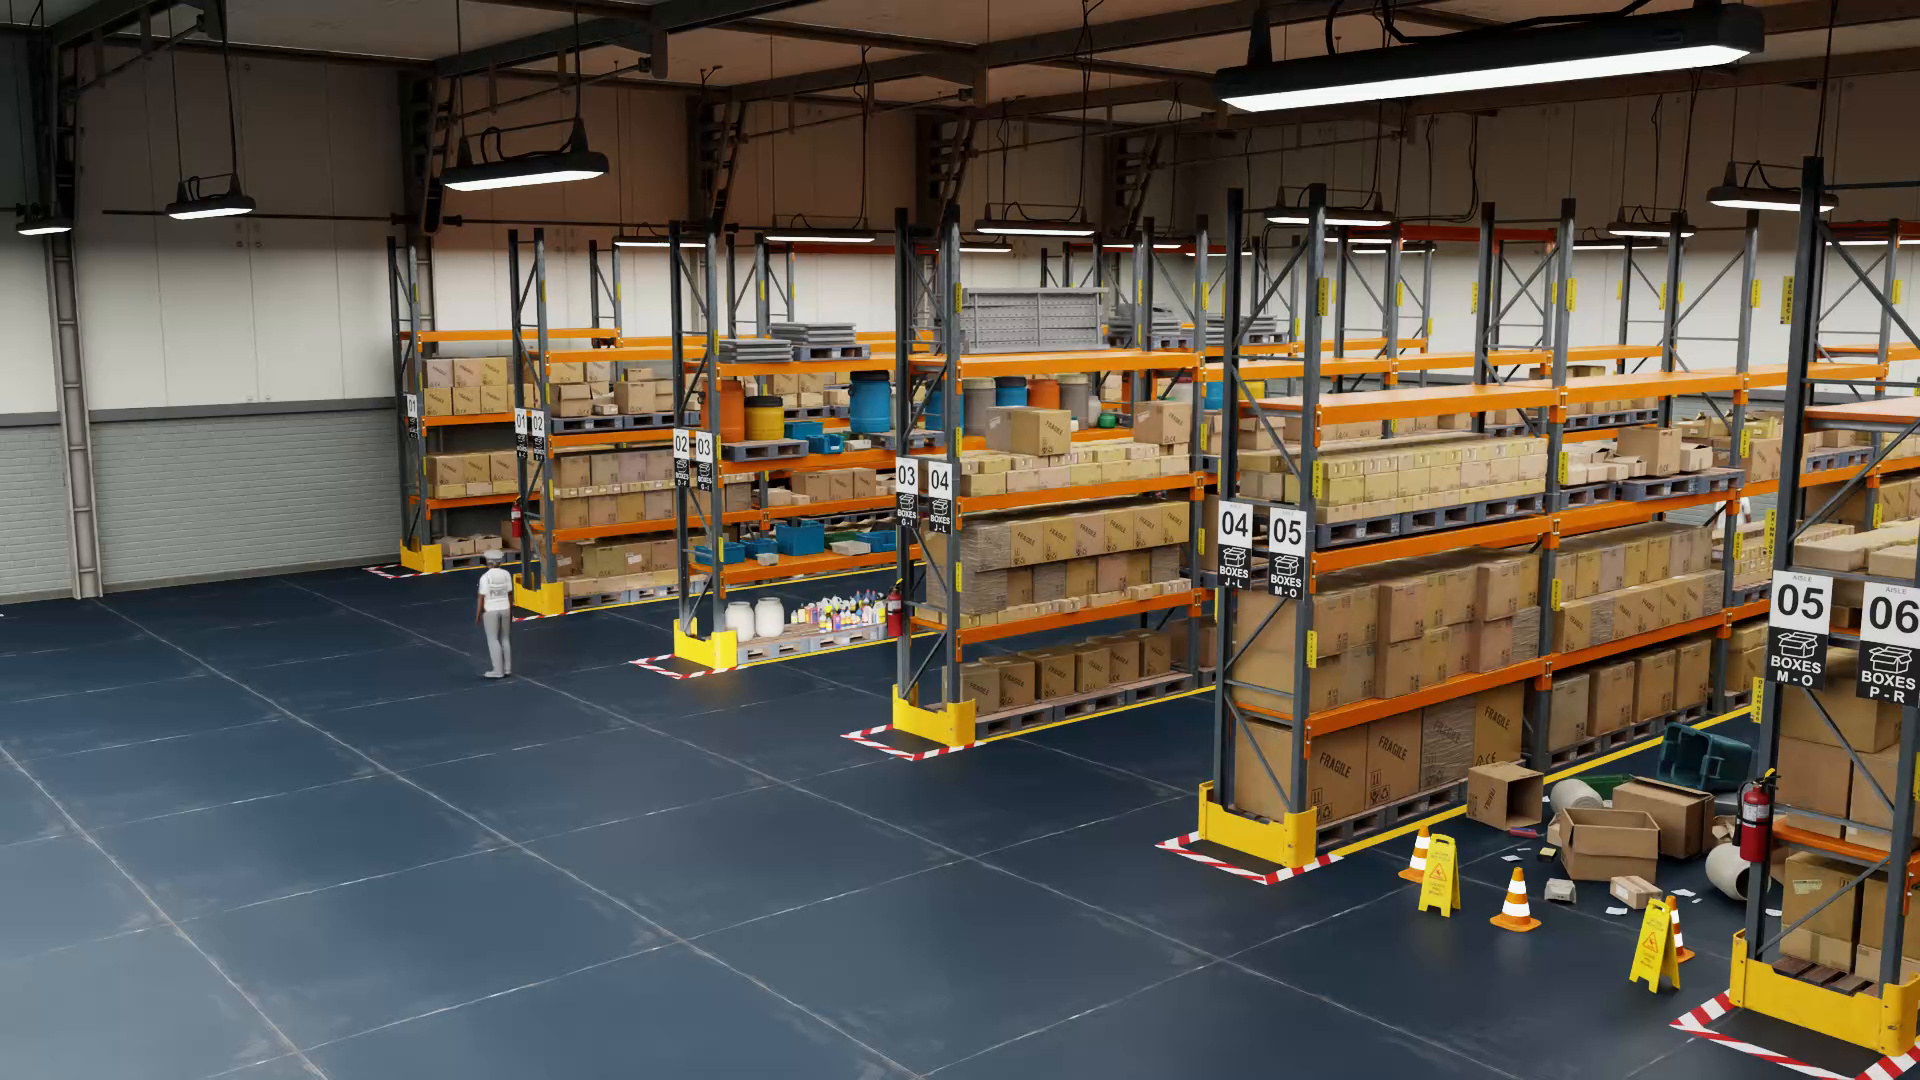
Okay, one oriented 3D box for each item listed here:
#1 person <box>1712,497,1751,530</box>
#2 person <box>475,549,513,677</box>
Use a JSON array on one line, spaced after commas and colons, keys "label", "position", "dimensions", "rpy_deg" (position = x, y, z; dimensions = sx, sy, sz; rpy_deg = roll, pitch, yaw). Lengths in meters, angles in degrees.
[{"label": "person", "position": [13.668, -0.203, 29.485], "dimensions": [0.670, 1.730, 1.019], "rpy_deg": [4, 10, 26]}, {"label": "person", "position": [-6.135, 0.989, 21.948], "dimensions": [0.398, 1.724, 0.582], "rpy_deg": [7, 11, 37]}]
